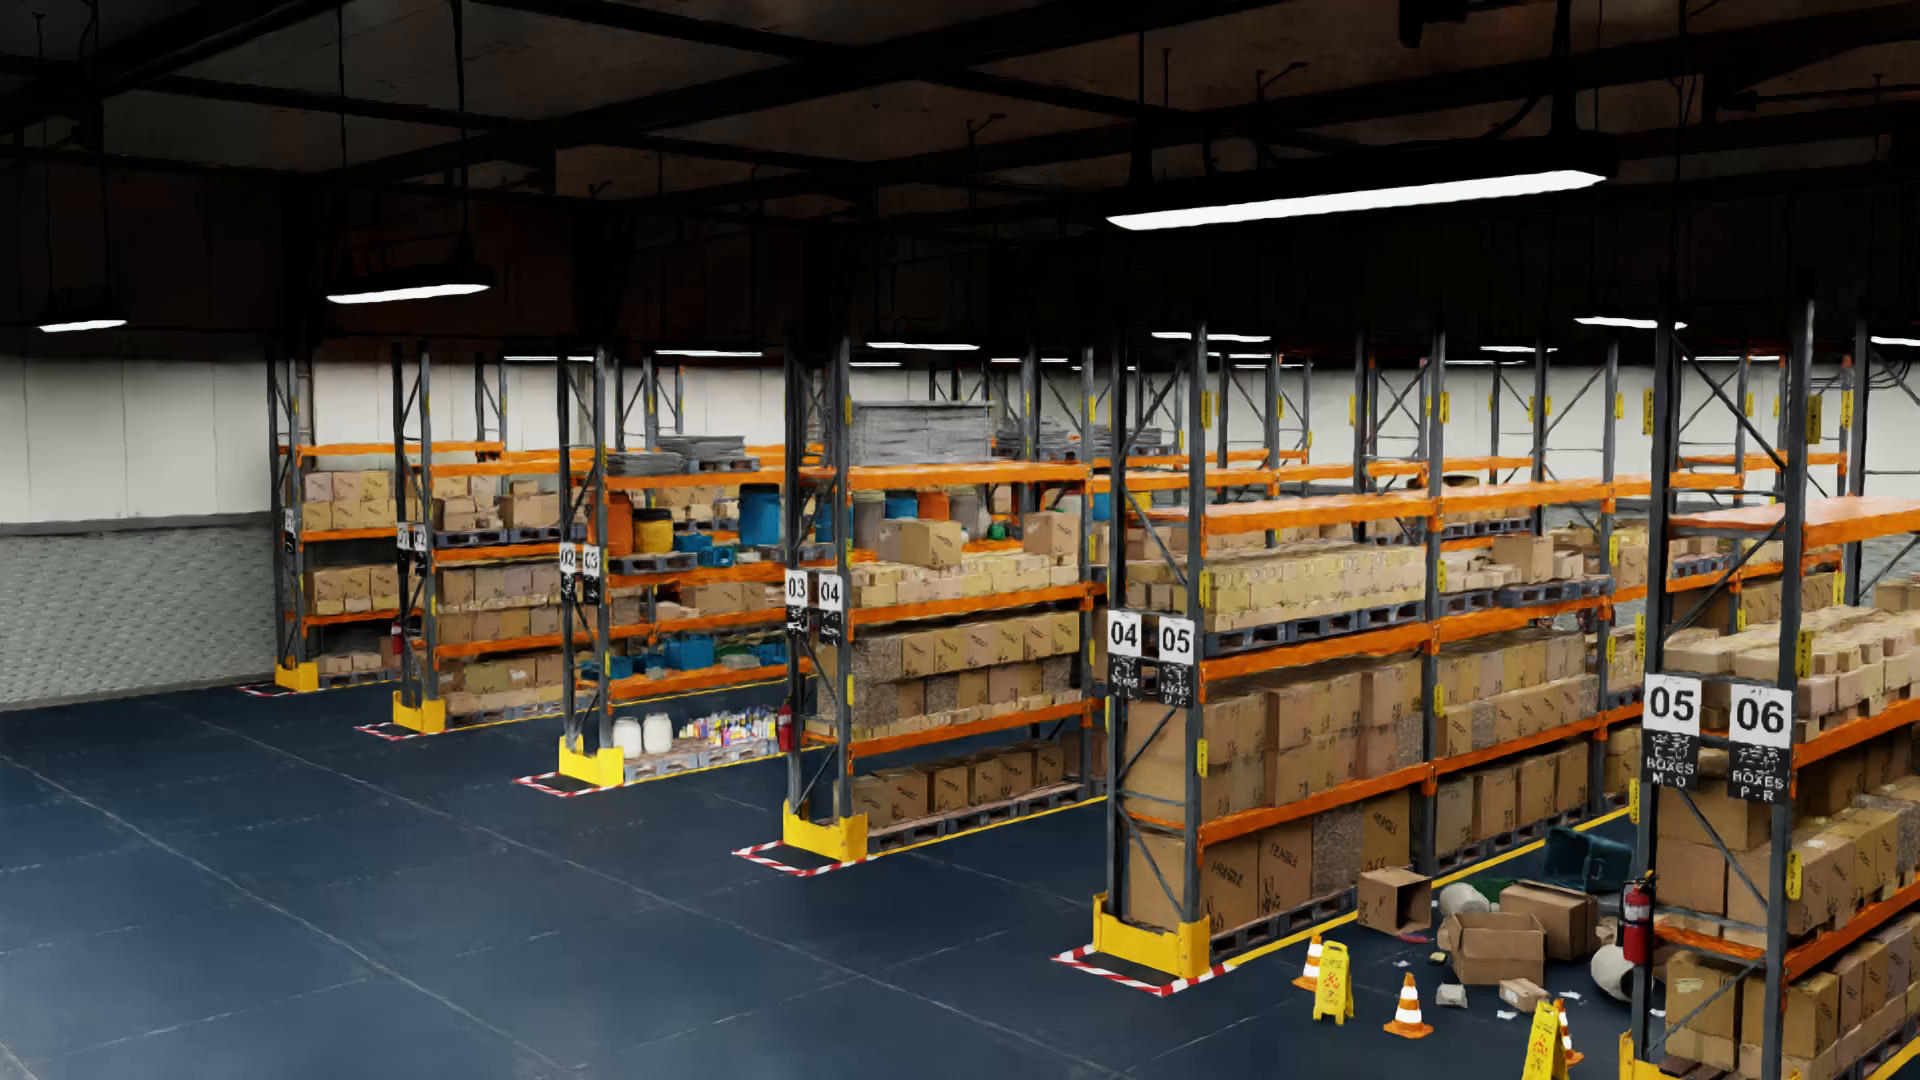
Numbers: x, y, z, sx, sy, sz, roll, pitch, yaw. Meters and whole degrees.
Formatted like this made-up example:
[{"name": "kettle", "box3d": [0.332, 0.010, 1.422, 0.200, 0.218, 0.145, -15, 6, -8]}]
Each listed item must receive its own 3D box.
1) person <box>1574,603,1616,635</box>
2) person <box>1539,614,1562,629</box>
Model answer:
[{"name": "person", "box3d": [11.747, 1.639, 30.746, 0.726, 1.719, 0.857, 2, 6, 26]}, {"name": "person", "box3d": [9.808, 1.968, 27.643, 0.639, 1.632, 0.498, 5, 7, 44]}]
